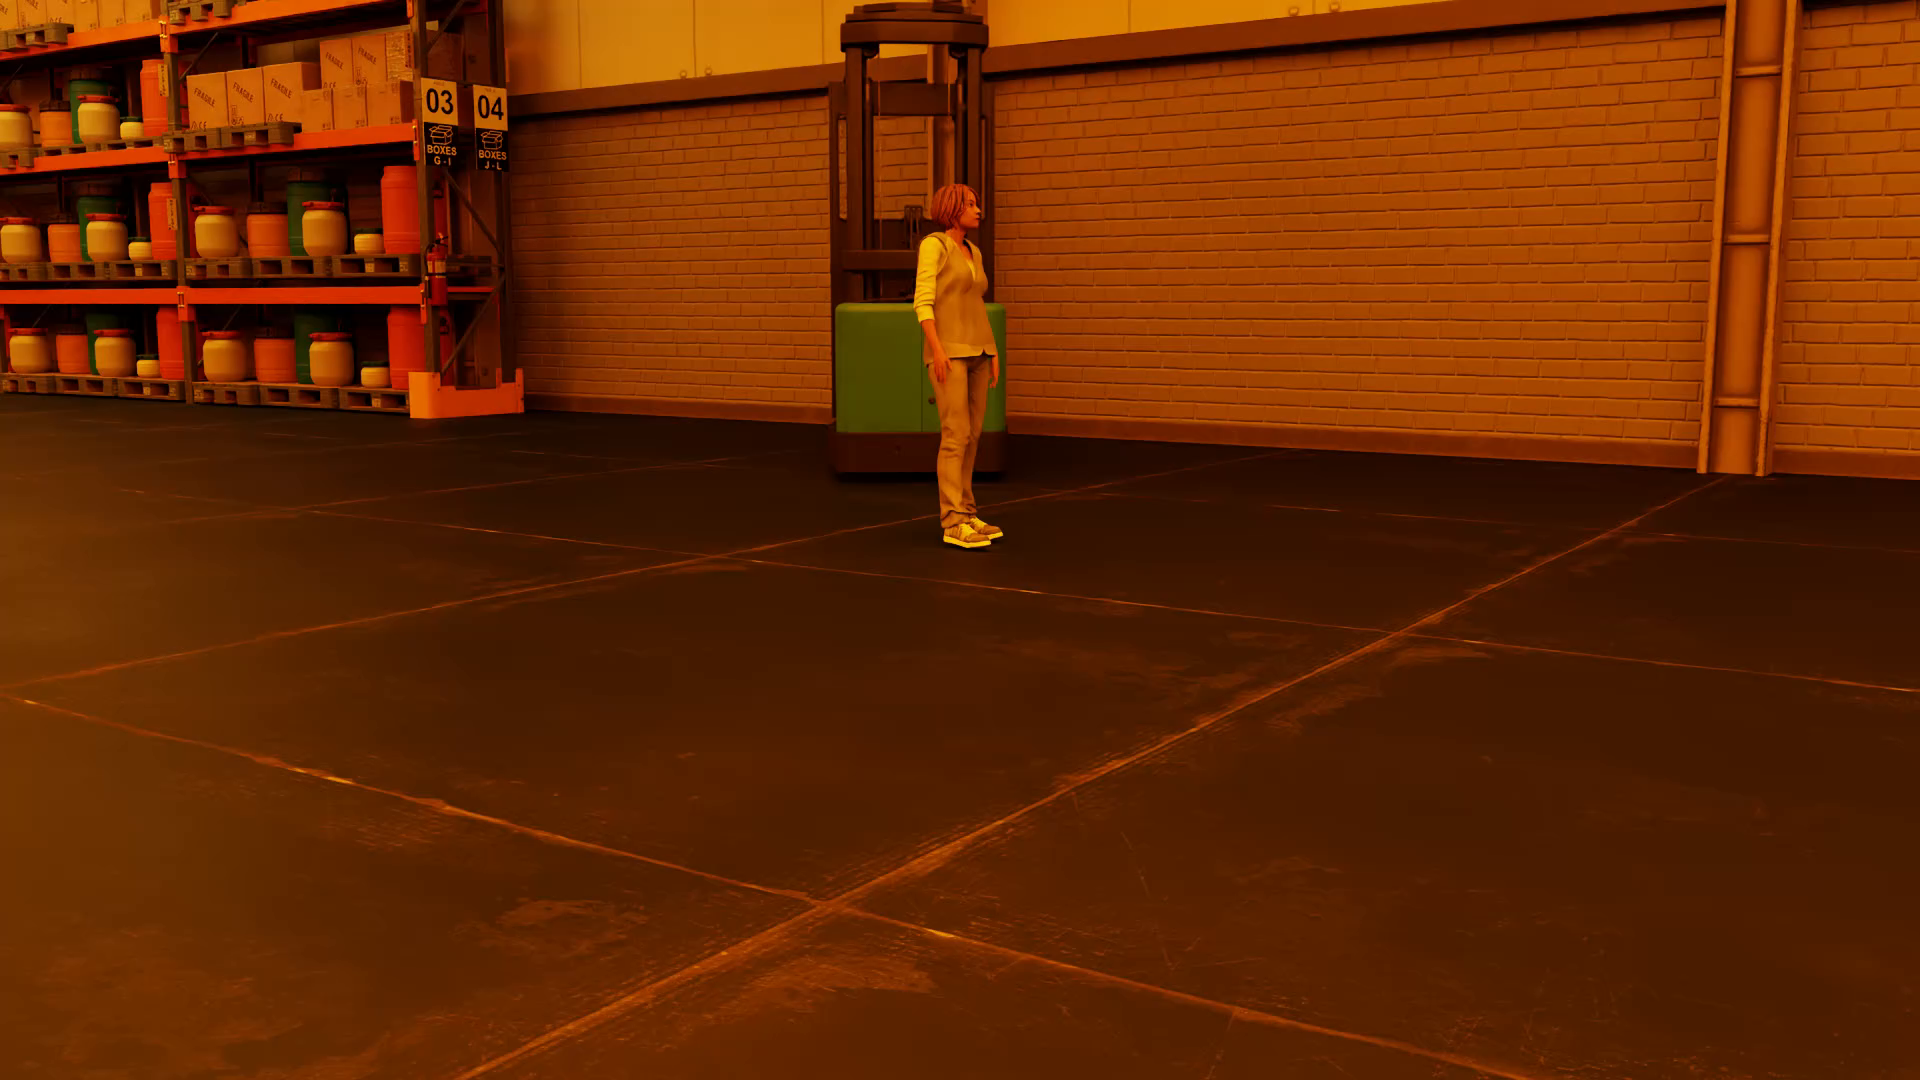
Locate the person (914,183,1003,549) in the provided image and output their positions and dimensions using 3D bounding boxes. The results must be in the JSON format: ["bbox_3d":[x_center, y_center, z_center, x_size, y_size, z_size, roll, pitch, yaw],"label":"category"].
[{"bbox_3d":[0.053,-0.790,7.438,0.475,1.596,0.521,5,10,34],"label":"person"}]

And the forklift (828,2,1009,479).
[{"bbox_3d":[-0.334,-1.997,11.236,1.130,2.935,3.031,-1,8,-4],"label":"forklift"}]
